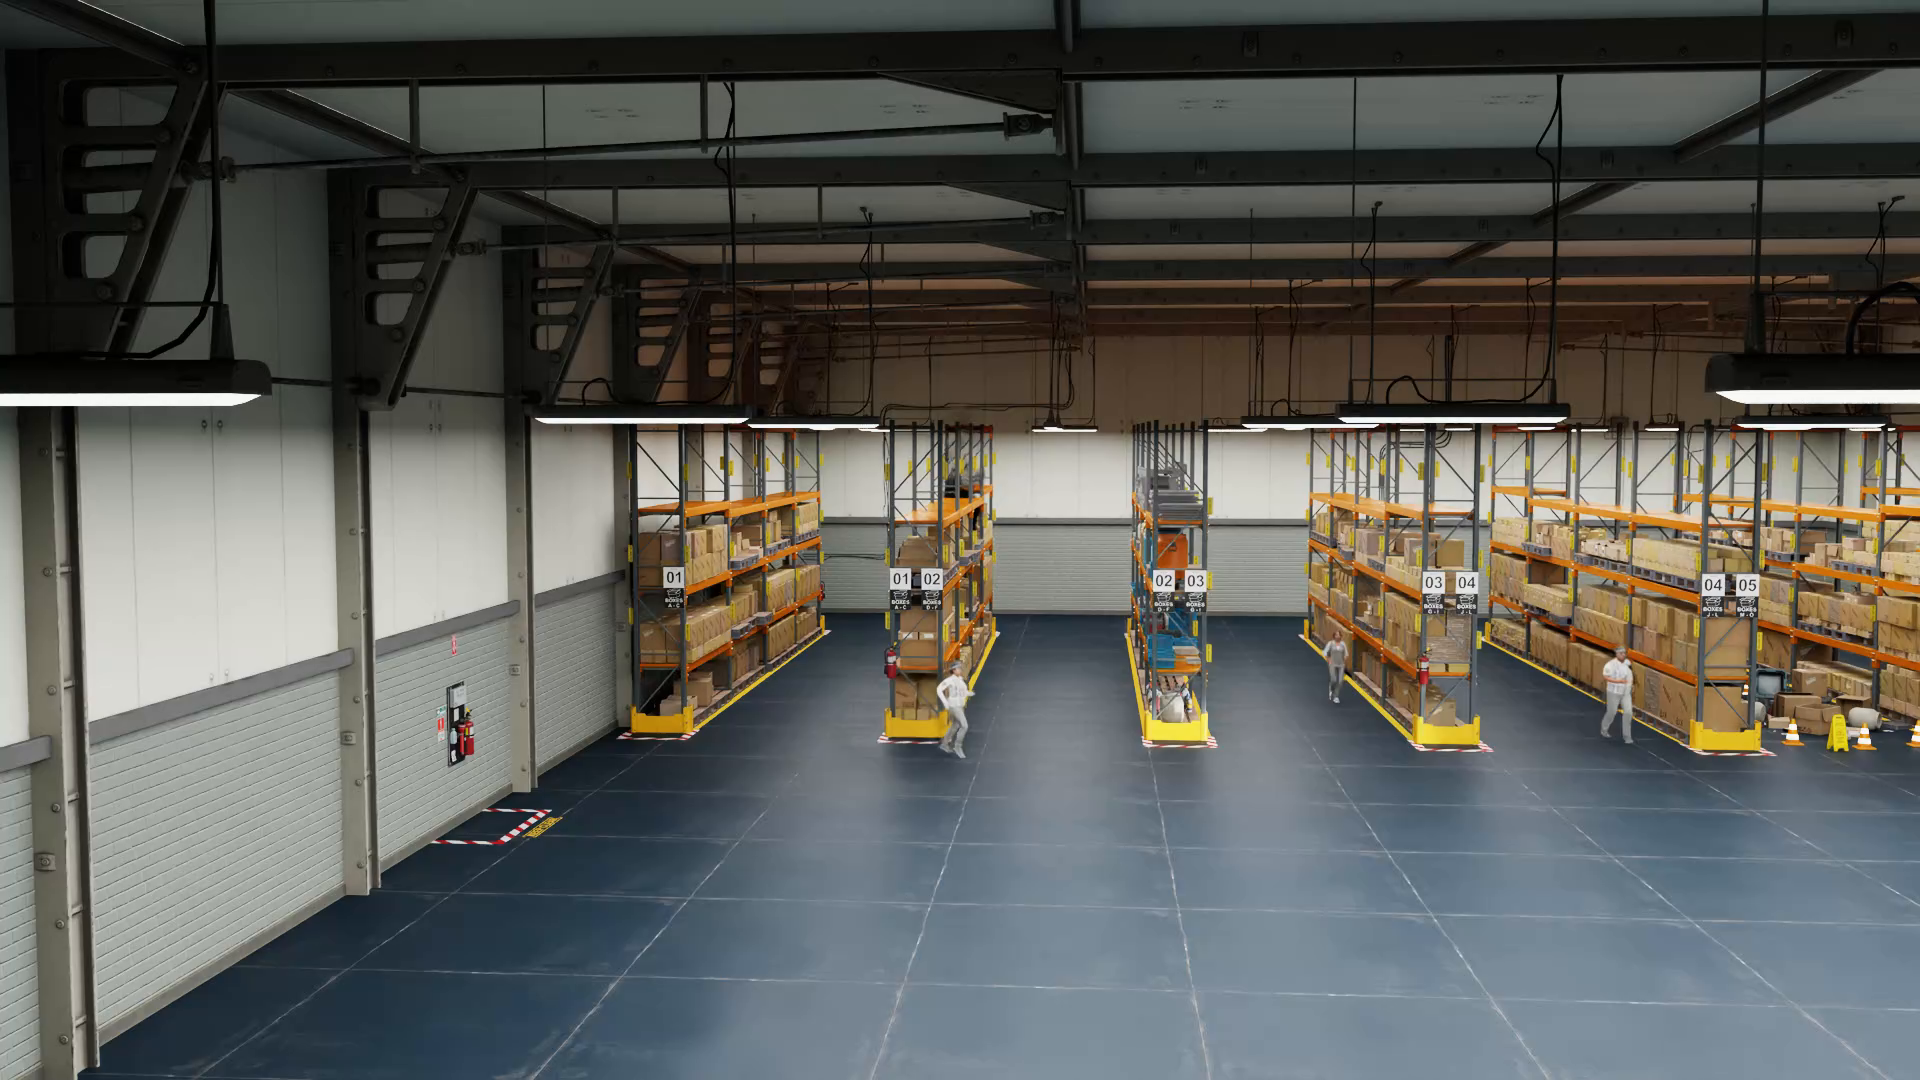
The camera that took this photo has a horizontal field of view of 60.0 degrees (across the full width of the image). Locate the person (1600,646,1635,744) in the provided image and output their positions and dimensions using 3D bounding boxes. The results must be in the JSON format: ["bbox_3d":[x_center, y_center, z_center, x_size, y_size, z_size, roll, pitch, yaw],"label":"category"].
[{"bbox_3d":[12.312,2.882,31.099,0.678,1.860,0.797,-1,4,-9],"label":"person"}]

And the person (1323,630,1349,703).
[{"bbox_3d":[8.032,2.697,35.425,0.531,1.556,0.540,0,4,0],"label":"person"}]

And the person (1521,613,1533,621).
[{"bbox_3d":[16.149,1.883,47.381,0.755,1.678,0.548,-2,4,-34],"label":"person"}]

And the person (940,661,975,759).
[{"bbox_3d":[-0.073,3.011,29.538,0.714,1.743,0.476,2,4,27],"label":"person"}]

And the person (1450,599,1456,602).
[{"bbox_3d":[13.329,2.064,44.986,0.614,1.673,0.853,0,4,6],"label":"person"}]
